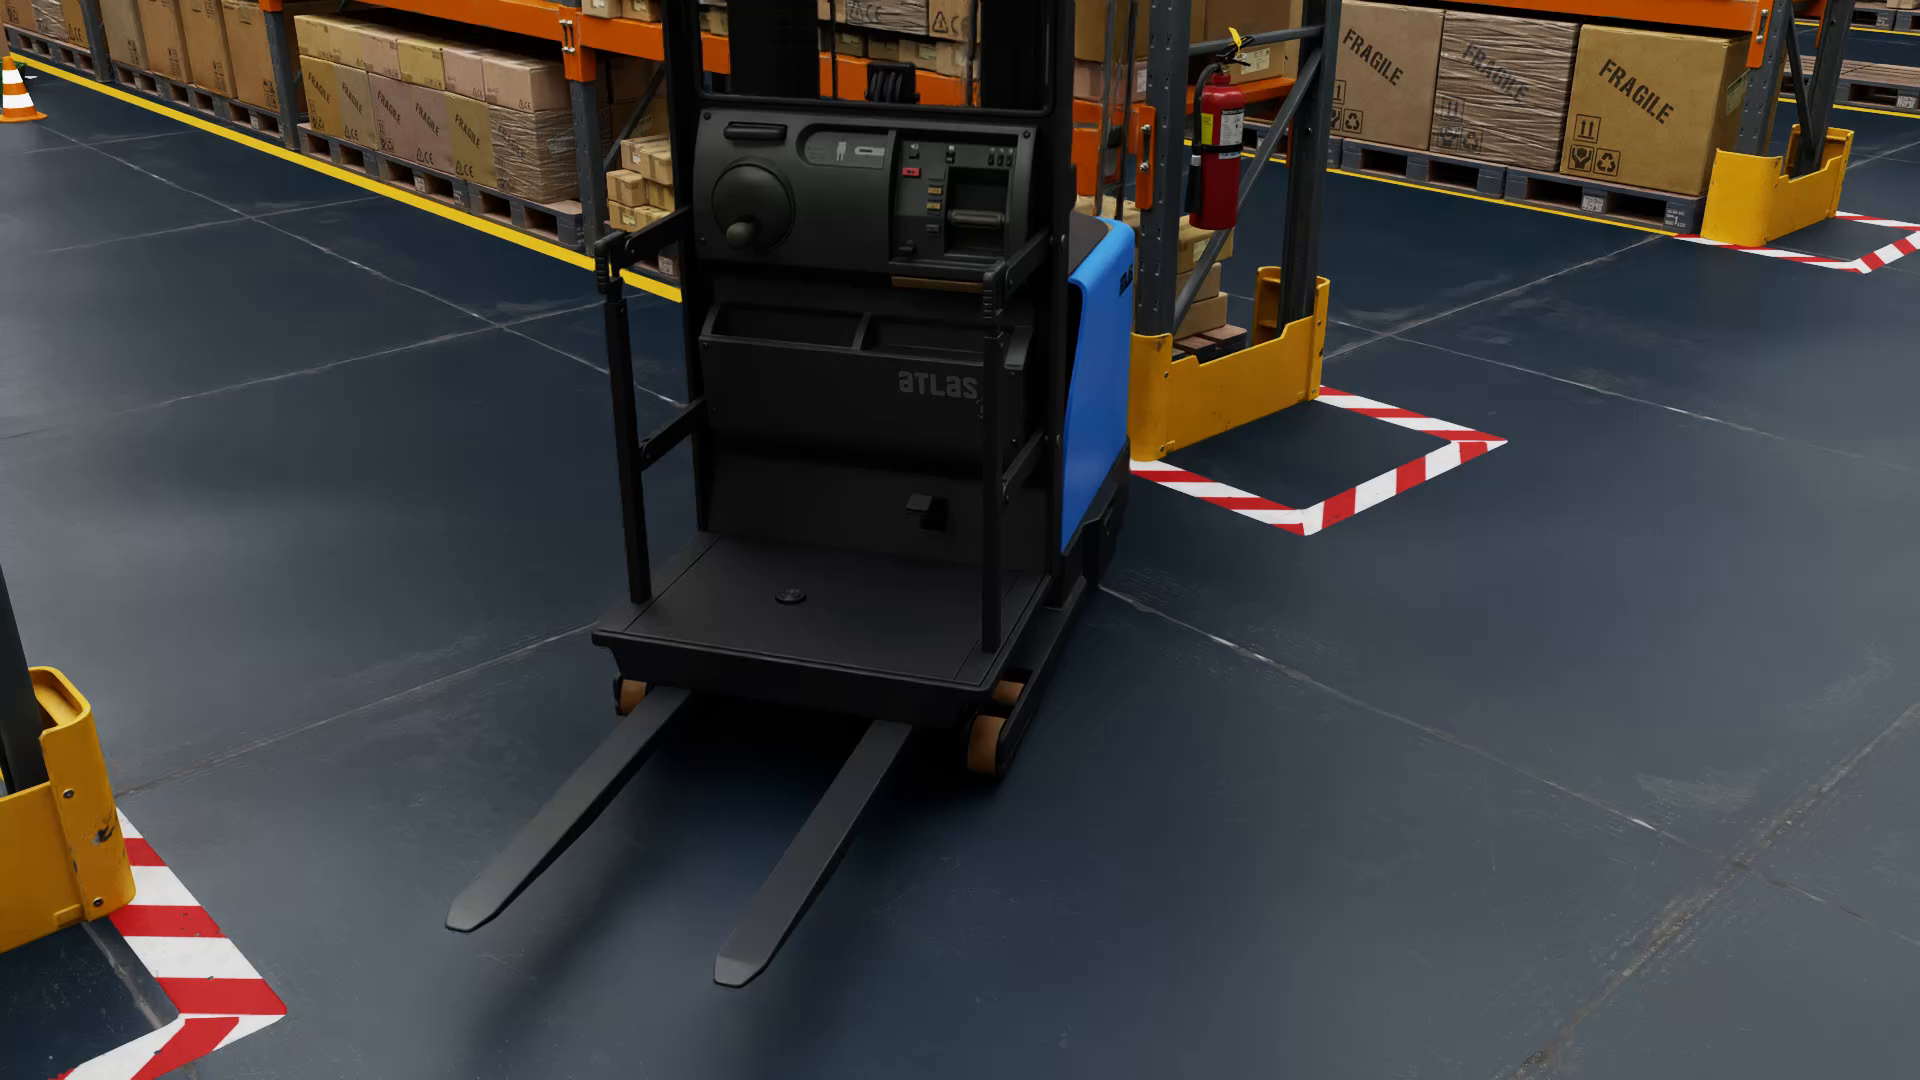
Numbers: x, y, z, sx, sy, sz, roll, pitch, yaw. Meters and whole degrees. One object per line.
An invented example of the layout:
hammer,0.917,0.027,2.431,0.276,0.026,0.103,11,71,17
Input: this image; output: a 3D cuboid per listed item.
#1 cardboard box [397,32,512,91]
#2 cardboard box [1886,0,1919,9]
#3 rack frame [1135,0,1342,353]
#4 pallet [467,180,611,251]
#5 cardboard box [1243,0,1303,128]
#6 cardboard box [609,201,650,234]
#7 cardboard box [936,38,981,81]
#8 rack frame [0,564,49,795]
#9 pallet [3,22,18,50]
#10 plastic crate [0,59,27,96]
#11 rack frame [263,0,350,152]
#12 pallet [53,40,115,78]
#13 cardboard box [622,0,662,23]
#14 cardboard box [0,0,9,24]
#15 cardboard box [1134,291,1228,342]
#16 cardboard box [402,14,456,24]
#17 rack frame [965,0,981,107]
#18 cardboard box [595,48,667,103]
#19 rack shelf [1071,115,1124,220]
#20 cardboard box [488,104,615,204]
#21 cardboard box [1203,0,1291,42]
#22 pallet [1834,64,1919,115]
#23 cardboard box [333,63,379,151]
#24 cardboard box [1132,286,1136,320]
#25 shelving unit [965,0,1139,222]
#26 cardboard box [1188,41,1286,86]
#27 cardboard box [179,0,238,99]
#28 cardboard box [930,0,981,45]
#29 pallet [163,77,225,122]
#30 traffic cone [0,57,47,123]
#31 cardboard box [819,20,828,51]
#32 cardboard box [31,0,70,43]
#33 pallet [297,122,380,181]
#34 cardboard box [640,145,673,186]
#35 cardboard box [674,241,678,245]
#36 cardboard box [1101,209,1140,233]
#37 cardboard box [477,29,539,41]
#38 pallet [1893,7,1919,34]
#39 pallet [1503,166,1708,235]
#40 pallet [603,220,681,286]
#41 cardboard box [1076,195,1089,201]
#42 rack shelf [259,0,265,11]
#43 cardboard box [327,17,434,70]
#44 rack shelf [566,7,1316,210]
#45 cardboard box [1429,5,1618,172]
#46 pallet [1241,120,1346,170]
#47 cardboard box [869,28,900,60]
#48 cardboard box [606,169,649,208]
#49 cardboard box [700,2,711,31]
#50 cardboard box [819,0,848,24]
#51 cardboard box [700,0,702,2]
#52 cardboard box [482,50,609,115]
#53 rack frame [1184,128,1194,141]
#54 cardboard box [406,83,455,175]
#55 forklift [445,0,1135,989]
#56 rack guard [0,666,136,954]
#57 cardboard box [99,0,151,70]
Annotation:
cardboard box,-3.070,-2.926,10.152,0.500,0.250,0.500,22,33,39
cardboard box,9.988,-5.710,17.536,0.380,0.166,0.250,-21,32,-38
rack frame,1.071,-1.849,6.190,1.000,3.000,0.127,-21,32,-38
pallet,-2.197,-2.028,9.941,1.003,0.211,1.213,-21,32,-38
cardboard box,2.419,-3.439,11.729,0.875,0.875,0.875,-21,32,-38
cardboard box,-1.649,-1.754,8.909,0.250,0.149,0.380,22,33,40
cardboard box,0.125,-1.982,6.783,0.380,0.149,0.250,-20,31,-37
rack frame,-2.474,-0.415,3.045,1.000,3.000,0.127,-21,32,-38
pallet,-9.262,-5.208,16.912,1.003,0.211,1.213,-21,32,-38
plastic crate,-8.206,-3.913,14.032,0.450,0.188,0.662,4,23,-16
rack frame,-4.397,-4.273,11.503,1.000,3.000,0.127,-21,32,-38
pallet,-7.594,-4.469,15.292,1.003,0.211,1.213,-21,32,-38
cardboard box,-1.478,-2.711,8.382,0.380,0.149,0.250,-20,31,-37
cardboard box,-9.354,-5.735,16.760,0.875,0.875,0.875,-21,32,-38
cardboard box,0.946,-0.993,7.241,0.380,0.149,0.250,-20,32,-37
cardboard box,-3.385,-3.385,11.159,0.500,0.250,0.500,-21,32,-38
rack frame,0.072,-1.312,6.035,0.015,2.100,0.400,8,18,16
cardboard box,-1.976,-2.755,9.777,0.500,0.250,0.500,22,33,39
rack shelf,0.304,-1.267,5.972,0.480,0.518,0.431,8,18,16
cardboard box,-2.353,-2.268,9.613,0.500,0.500,0.500,-22,32,-39
cardboard box,0.965,-2.245,6.577,0.500,0.500,0.500,-19,31,-36
pallet,7.840,-3.623,13.438,1.003,0.211,1.213,-21,32,-38
cardboard box,-3.754,-2.889,10.974,0.500,0.500,0.500,-21,32,-38
cardboard box,0.502,-0.958,6.806,0.380,0.149,0.250,-22,33,-40
shelving unit,0.305,-1.280,5.968,0.503,2.100,0.431,8,18,16
cardboard box,1.088,-1.926,6.661,0.380,0.149,0.250,-22,32,-39
cardboard box,-5.348,-3.915,12.921,1.050,0.750,0.750,-21,32,-38
cardboard box,0.227,-2.251,6.591,0.500,0.500,0.500,-22,32,-39
pallet,-5.711,-3.634,13.462,1.003,0.211,1.213,-21,32,-38
traffic cone,-7.317,-3.496,12.856,0.336,0.463,0.334,-21,32,-38
cardboard box,-0.556,-2.315,7.513,0.380,0.149,0.250,-20,31,-37
cardboard box,-8.129,-5.192,15.571,0.875,0.875,0.875,-21,32,-38
pallet,-3.864,-2.767,11.562,1.003,0.211,1.213,-21,32,-38
cardboard box,-1.434,-1.963,8.650,0.380,0.149,0.250,-19,31,-36
cardboard box,-1.259,-1.613,8.600,0.380,0.149,0.250,-21,32,-39
cardboard box,0.684,-1.319,7.238,0.380,0.149,0.250,-21,32,-38
cardboard box,-2.687,-3.071,10.471,0.500,0.250,0.500,-20,31,-37
pallet,10.567,-5.400,17.333,1.003,0.211,1.213,-21,32,-38
pallet,4.157,-2.177,10.268,1.003,0.211,1.213,-21,32,-38
pallet,-1.179,-1.599,9.001,1.003,0.211,1.213,-21,32,-38
cardboard box,0.376,-1.483,7.599,0.250,0.149,0.380,22,32,39
rack shelf,-5.764,-4.552,12.980,1.077,0.370,4.000,-21,32,-38
cardboard box,-3.756,-3.237,10.834,0.500,0.250,0.500,-22,32,-39
rack shelf,-0.296,-2.128,7.667,1.077,0.370,4.000,-21,32,-38
cardboard box,3.642,-2.897,10.541,0.875,0.875,0.875,-21,32,-38
pallet,2.489,-2.916,11.889,1.003,0.211,1.213,-21,32,-38
cardboard box,-0.175,-2.169,7.193,0.250,0.149,0.380,22,33,40
cardboard box,-1.649,-1.890,8.849,0.380,0.149,0.250,-19,31,-36
cardboard box,-1.076,-2.561,8.053,0.250,0.149,0.380,22,33,39
cardboard box,-0.460,-2.556,7.259,0.500,0.500,0.500,-19,31,-36
cardboard box,-1.165,-2.873,7.954,0.500,0.500,0.500,-21,32,-38
cardboard box,-2.357,-2.610,9.460,0.500,0.250,0.500,-22,33,-40
rack frame,2.026,-4.438,11.864,1.000,3.000,0.127,-21,32,-38
cardboard box,-3.051,-2.580,10.297,0.500,0.500,0.500,-22,33,-40
forklift,-0.319,-0.890,4.170,1.130,2.935,3.031,7,25,15
rack guard,-2.457,0.730,3.548,1.175,0.500,0.348,-21,32,-38
cardboard box,-6.641,-4.490,14.183,1.050,0.750,0.750,-21,32,-39
